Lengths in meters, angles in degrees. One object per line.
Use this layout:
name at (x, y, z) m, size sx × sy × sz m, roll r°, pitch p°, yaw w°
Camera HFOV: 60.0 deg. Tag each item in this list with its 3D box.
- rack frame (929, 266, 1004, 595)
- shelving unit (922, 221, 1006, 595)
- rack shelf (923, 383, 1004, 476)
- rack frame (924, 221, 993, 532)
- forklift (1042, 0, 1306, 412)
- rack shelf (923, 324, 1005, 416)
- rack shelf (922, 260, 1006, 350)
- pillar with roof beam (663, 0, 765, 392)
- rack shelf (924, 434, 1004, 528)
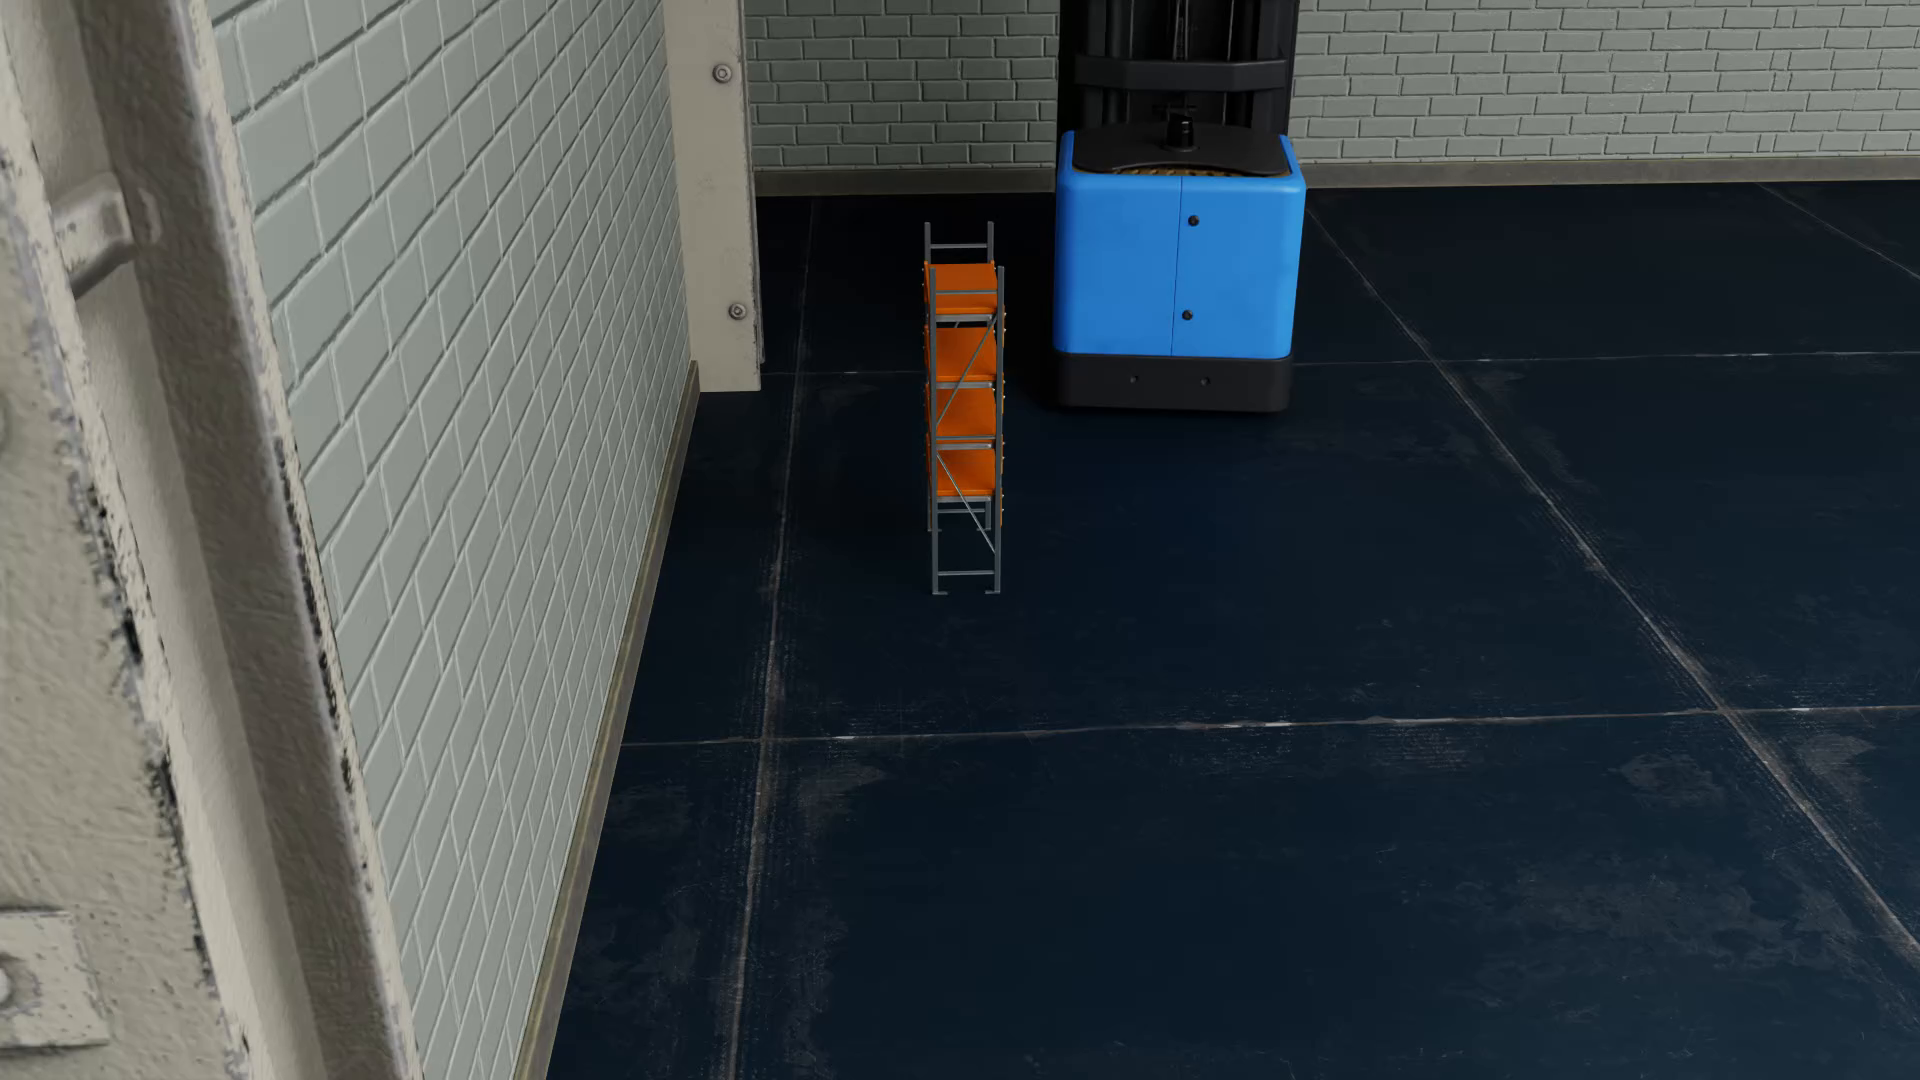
rack frame at (0.021, -0.343, 5.610) m, size 0.240 × 1.200 × 0.015 m, roll -1°, pitch 28°, yaw -3°
shelving unit at (0.009, -0.456, 5.826) m, size 0.258 × 1.200 × 0.503 m, roll -1°, pitch 28°, yaw -3°
rack shelf at (0.009, -0.396, 5.857) m, size 0.258 × 0.148 × 0.480 m, roll -1°, pitch 28°, yaw -3°
rack frame at (-0.004, -0.568, 6.042) m, size 0.240 × 1.200 × 0.015 m, roll -1°, pitch 28°, yaw -3°
forklift at (1.021, -2.497, 7.869) m, size 1.130 × 2.935 × 3.031 m, roll 2°, pitch 28°, yaw 4°
rack shelf at (0.009, -0.594, 5.754) m, size 0.258 × 0.148 × 0.480 m, roll -1°, pitch 28°, yaw -3°
rack shelf at (0.009, -0.804, 5.644) m, size 0.258 × 0.148 × 0.480 m, roll -1°, pitch 28°, yaw -3°
pillar with roof beam at (3.227, -4.860, 5.838) m, size 9.100 × 9.000 × 0.400 m, roll -1°, pitch 28°, yaw -3°
rack shelf at (0.009, -0.220, 5.949) m, size 0.258 × 0.148 × 0.480 m, roll -1°, pitch 28°, yaw -3°
